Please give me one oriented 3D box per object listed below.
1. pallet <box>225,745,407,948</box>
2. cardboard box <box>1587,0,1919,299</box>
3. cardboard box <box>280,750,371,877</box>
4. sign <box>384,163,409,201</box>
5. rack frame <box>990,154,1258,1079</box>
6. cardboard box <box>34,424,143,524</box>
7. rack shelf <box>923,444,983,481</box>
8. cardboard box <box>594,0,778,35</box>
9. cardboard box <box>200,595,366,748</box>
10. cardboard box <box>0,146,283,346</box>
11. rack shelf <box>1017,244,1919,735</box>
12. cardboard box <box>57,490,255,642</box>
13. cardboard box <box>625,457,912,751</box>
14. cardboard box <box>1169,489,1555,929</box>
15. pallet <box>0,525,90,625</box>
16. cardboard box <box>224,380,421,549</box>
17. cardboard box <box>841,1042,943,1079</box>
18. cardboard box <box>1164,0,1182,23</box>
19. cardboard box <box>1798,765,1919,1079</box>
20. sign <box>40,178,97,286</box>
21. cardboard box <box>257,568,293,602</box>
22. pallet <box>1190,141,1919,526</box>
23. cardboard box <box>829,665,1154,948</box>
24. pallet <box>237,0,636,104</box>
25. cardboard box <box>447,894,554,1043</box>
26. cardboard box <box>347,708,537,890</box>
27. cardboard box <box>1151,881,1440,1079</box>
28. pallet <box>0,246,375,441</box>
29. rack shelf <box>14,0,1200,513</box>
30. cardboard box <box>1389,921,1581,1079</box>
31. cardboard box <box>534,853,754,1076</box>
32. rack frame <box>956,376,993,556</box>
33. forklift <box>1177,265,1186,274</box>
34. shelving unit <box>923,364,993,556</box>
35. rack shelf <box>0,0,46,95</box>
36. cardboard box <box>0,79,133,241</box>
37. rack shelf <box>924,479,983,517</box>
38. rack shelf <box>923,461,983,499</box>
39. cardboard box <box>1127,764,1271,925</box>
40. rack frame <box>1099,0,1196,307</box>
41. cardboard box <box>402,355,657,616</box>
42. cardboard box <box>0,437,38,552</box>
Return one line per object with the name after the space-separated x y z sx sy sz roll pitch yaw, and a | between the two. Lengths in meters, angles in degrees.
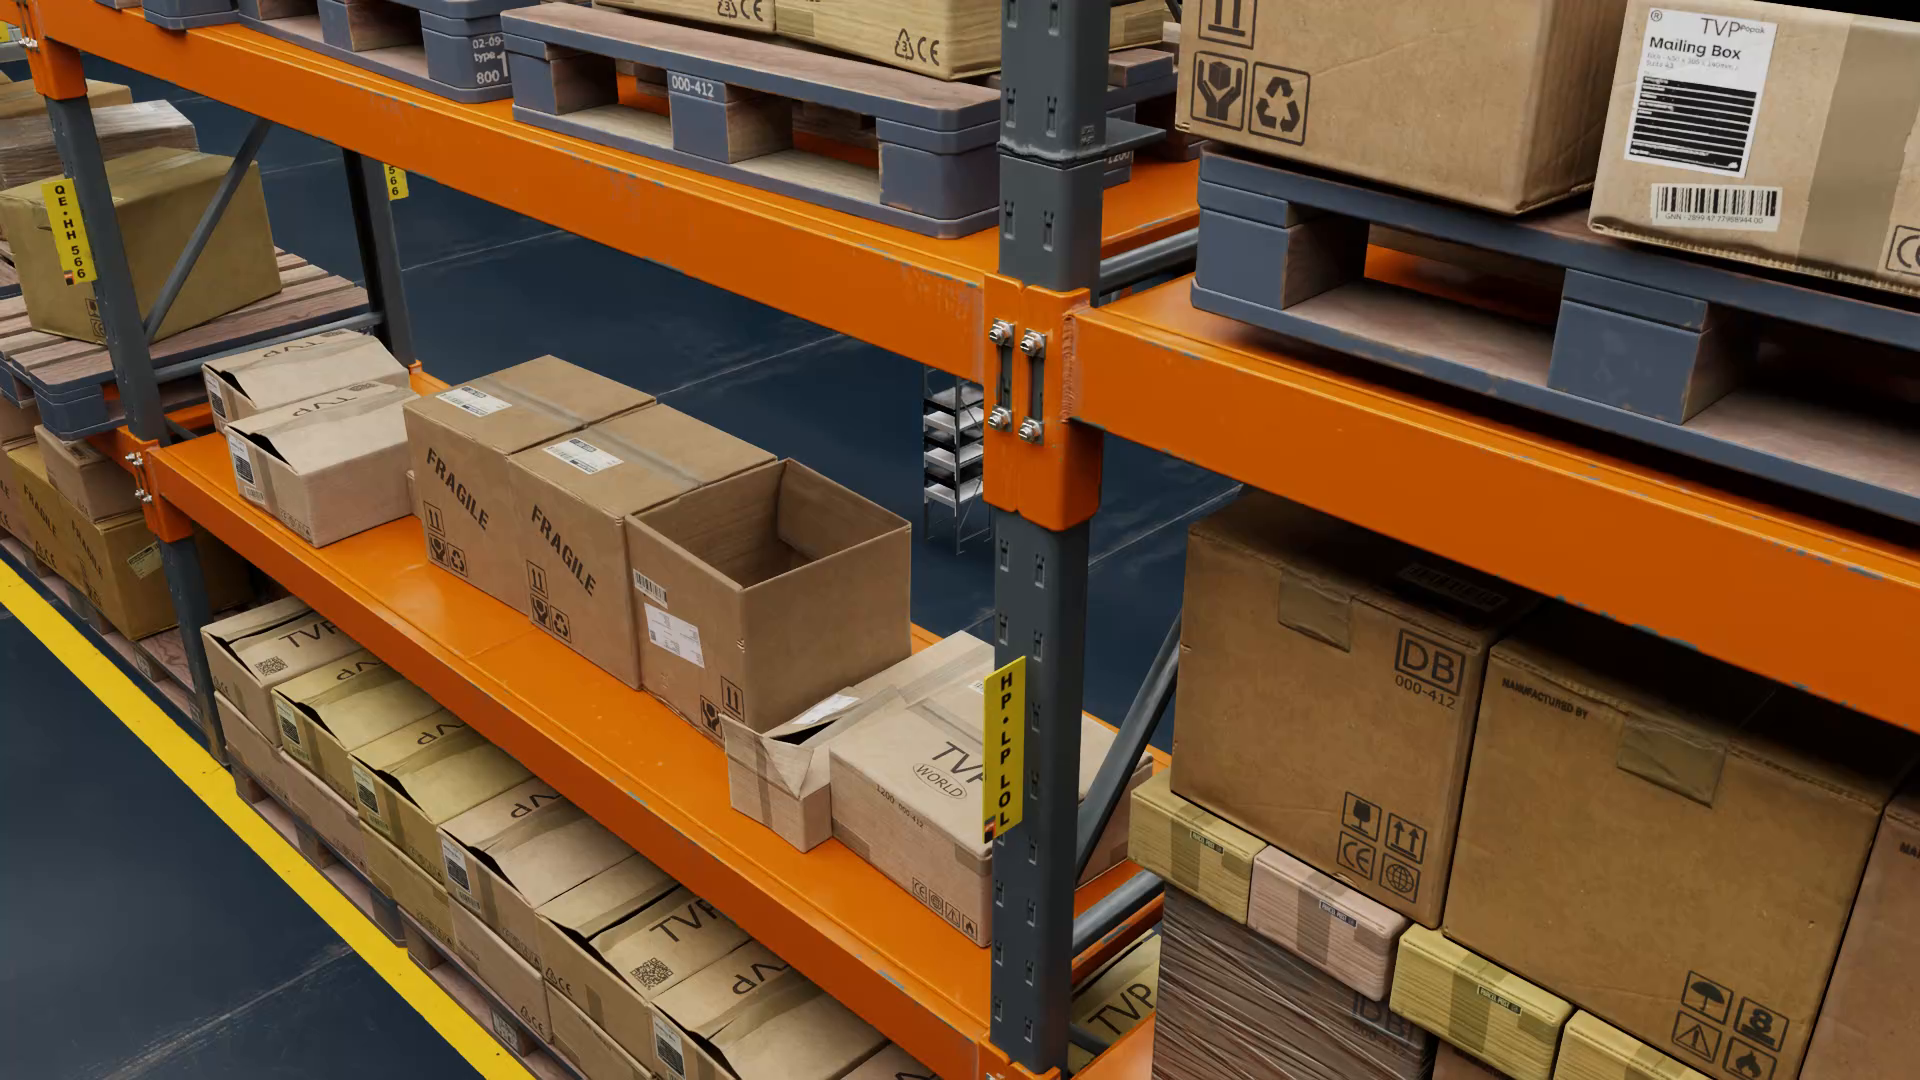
-1.846 0.849 5.908 1.213 0.211 1.003 25 36 38 | pallet
1.006 -0.469 1.691 0.500 0.311 0.500 22 35 36 | cardboard box
-1.879 0.797 5.515 0.500 0.250 0.500 23 36 37 | cardboard box
-2.018 -1.364 5.878 0.005 0.325 0.100 25 36 38 | sign
0.447 0.639 3.313 0.127 3.000 1.000 25 36 38 | rack frame
-3.280 -0.331 6.564 0.500 0.250 0.500 -24 36 -37 | cardboard box
-0.006 -0.371 7.561 0.200 0.077 0.258 25 36 38 | rack shelf
-0.379 -1.191 3.279 0.500 0.250 0.500 21 34 34 | cardboard box
-2.238 0.385 5.696 0.500 0.311 0.500 -24 36 -38 | cardboard box
-2.933 -1.065 5.993 0.500 0.500 0.700 12 30 22 | cardboard box
1.873 0.282 1.541 4.000 0.370 1.077 25 36 38 | rack shelf
-3.237 0.018 6.706 0.500 0.500 0.500 -24 36 -37 | cardboard box
-0.465 0.166 4.103 0.500 0.500 0.500 -22 35 -36 | cardboard box
0.768 0.163 2.716 0.500 0.500 0.700 25 37 39 | cardboard box
-3.777 -0.087 7.688 1.213 0.211 1.003 25 36 38 | pallet
-1.903 -0.271 5.138 0.500 0.311 0.500 24 36 38 | cardboard box
-0.043 1.384 3.795 0.500 0.311 0.500 25 36 38 | cardboard box
2.161 -4.301 14.539 0.875 0.875 1.225 25 36 39 | cardboard box
1.486 0.491 2.092 0.500 0.500 0.700 25 36 38 | cardboard box
-2.779 -0.961 5.195 0.005 0.325 0.100 25 36 38 | sign
-2.529 0.002 6.737 0.500 0.500 0.500 -23 36 -37 | cardboard box
1.073 -0.380 2.122 1.213 0.211 1.003 25 36 38 | pallet
0.065 0.559 3.625 0.500 0.250 0.500 -23 35 -36 | cardboard box
-1.059 -1.355 4.084 1.003 0.211 1.213 -23 36 -37 | pallet
-1.138 1.132 4.878 0.500 0.250 0.500 -24 36 -38 | cardboard box
-1.495 0.720 5.058 0.500 0.311 0.500 23 36 37 | cardboard box
0.768 0.737 3.018 0.500 0.500 0.700 23 36 37 | cardboard box
-2.938 -0.780 6.216 1.003 0.211 1.213 25 36 38 | pallet
-0.979 -1.023 4.023 4.000 0.370 1.077 25 36 38 | rack shelf
0.867 0.625 2.535 0.250 0.149 0.380 23 36 37 | cardboard box
-0.772 1.053 4.425 0.500 0.311 0.500 24 36 38 | cardboard box
0.067 -0.368 7.483 0.006 0.900 0.240 25 36 38 | rack frame
2.748 -3.408 11.082 3.031 2.935 1.130 -9 29 -17 | forklift
-0.006 -0.401 7.546 0.210 0.900 0.258 25 36 38 | shelving unit
-3.831 -2.328 6.505 4.000 0.370 1.077 25 36 38 | rack shelf
-3.954 -1.646 7.099 0.500 0.500 0.700 15 31 26 | cardboard box
-0.006 -0.212 7.645 0.200 0.077 0.258 25 36 38 | rack shelf
-0.006 -0.292 7.603 0.200 0.077 0.258 25 36 38 | rack shelf
0.503 0.459 2.849 0.250 0.149 0.380 25 36 38 | cardboard box
1.070 -2.309 8.919 0.127 3.000 1.000 25 36 38 | rack frame
-1.197 -0.169 4.741 0.500 0.500 0.500 22 35 36 | cardboard box
-3.984 -0.320 7.349 0.500 0.500 0.500 23 35 37 | cardboard box
